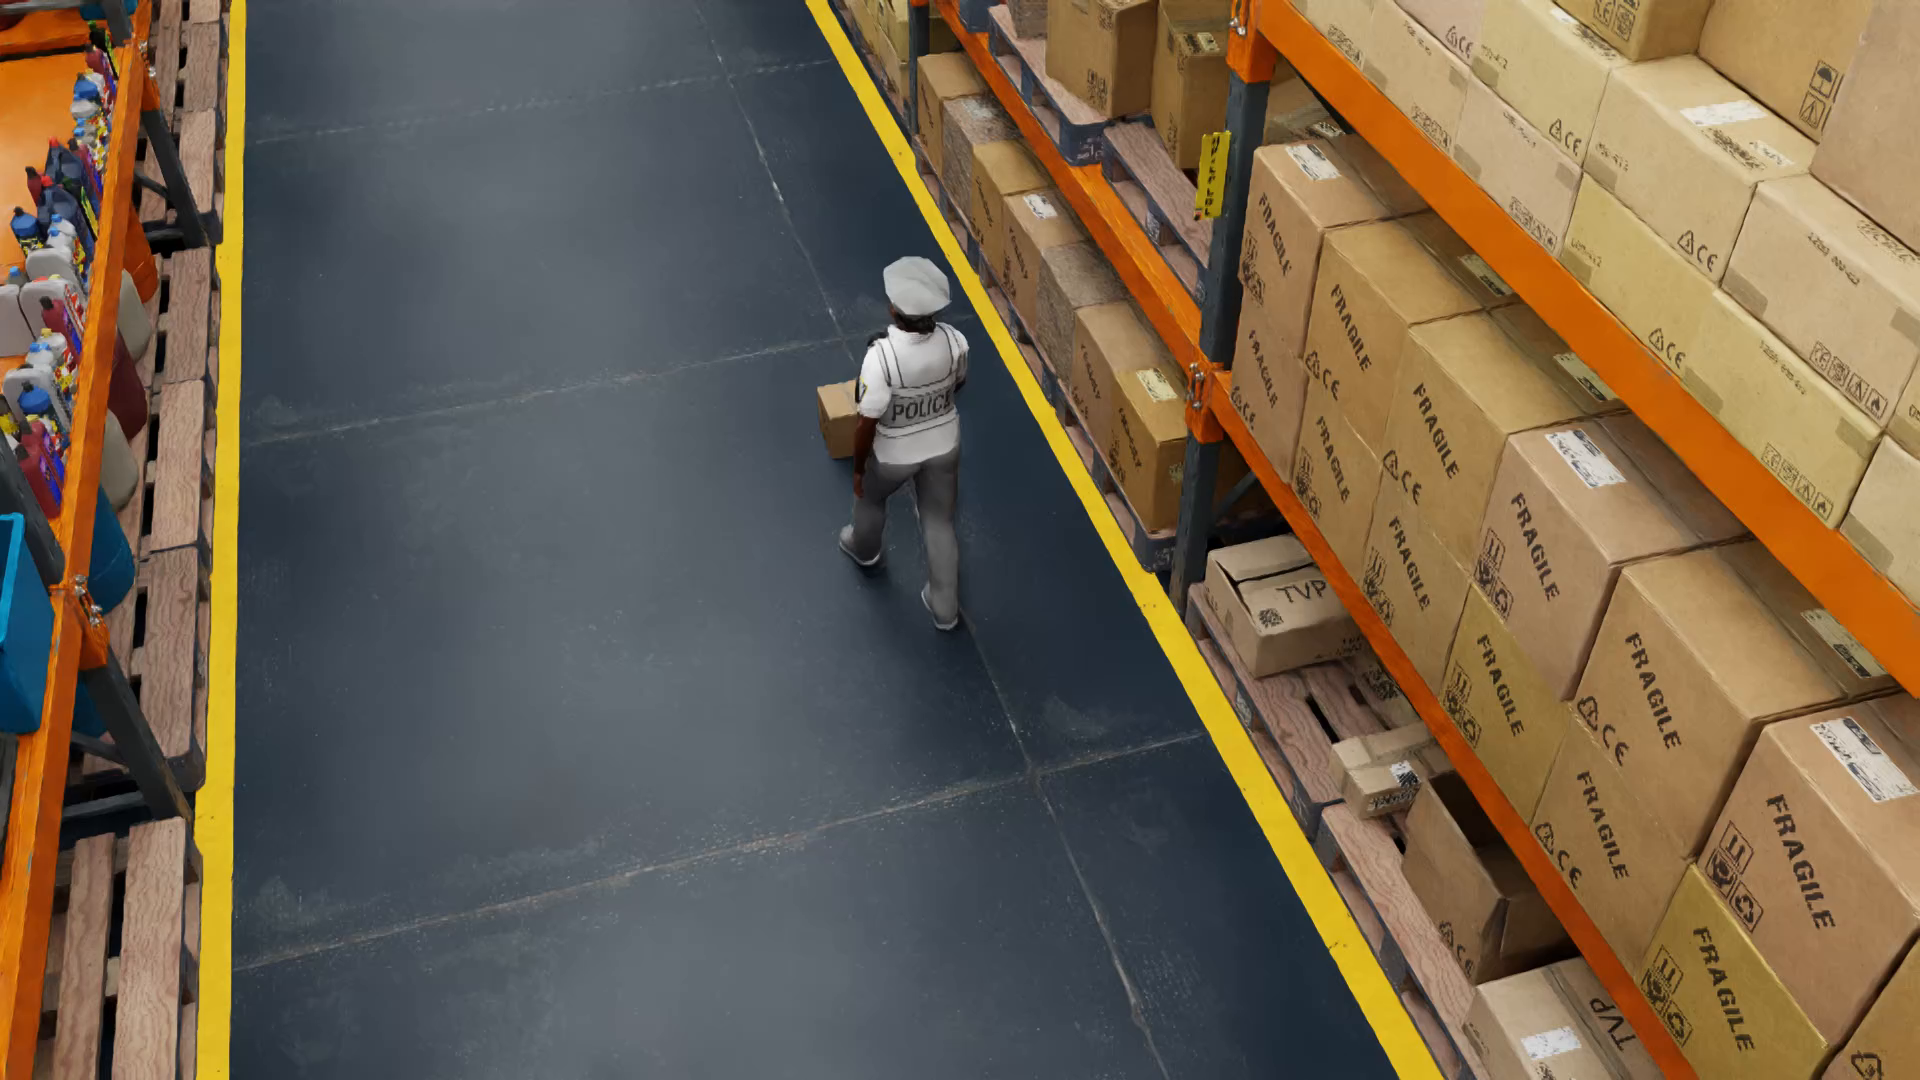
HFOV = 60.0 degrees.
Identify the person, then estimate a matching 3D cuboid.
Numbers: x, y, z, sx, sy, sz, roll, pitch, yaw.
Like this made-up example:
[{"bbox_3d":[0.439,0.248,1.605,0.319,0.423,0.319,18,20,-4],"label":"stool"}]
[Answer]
[{"bbox_3d":[-0.242,-0.447,6.638,0.522,1.673,0.768,-16,45,-17],"label":"person"}]
